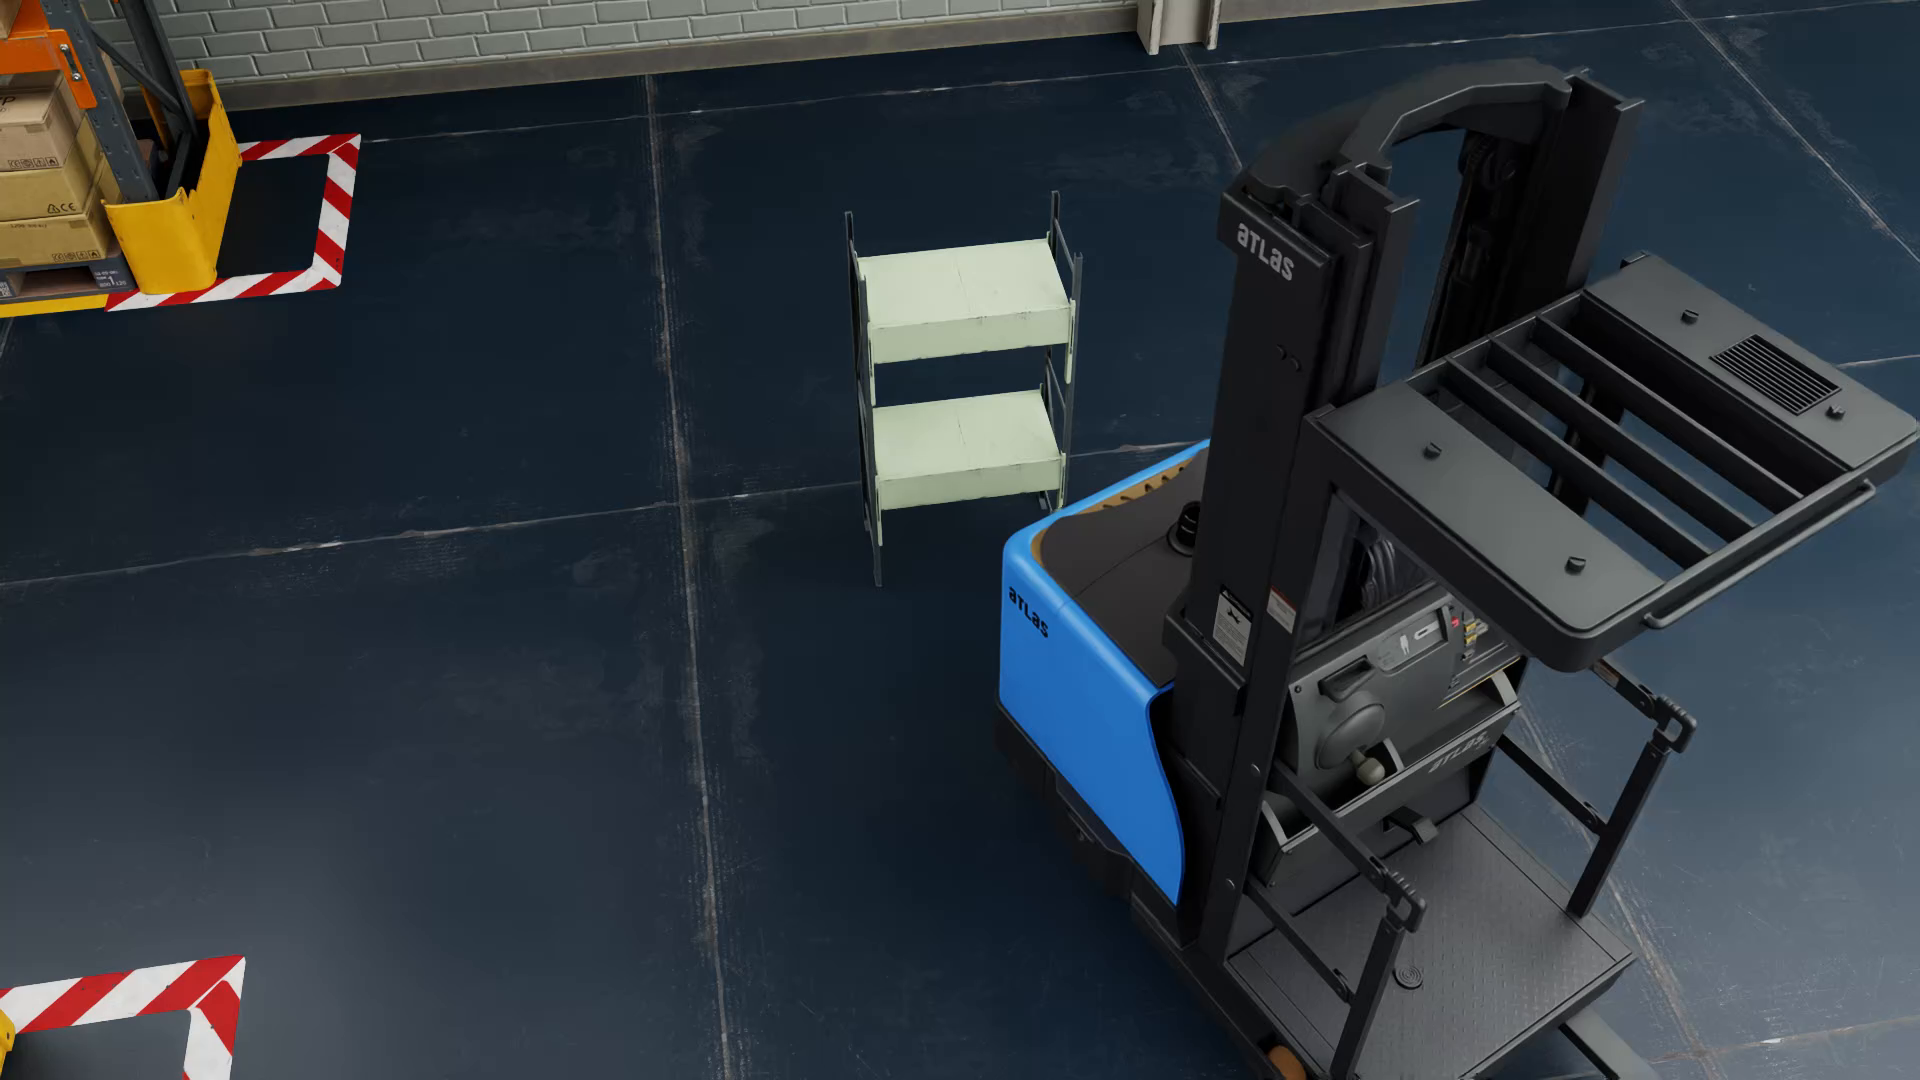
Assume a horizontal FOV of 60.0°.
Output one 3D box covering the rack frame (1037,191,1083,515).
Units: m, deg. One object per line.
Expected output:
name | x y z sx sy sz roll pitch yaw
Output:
rack frame | 0.367 -0.566 6.254 0.023 1.500 0.400 -7 46 -7

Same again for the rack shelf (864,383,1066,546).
rack shelf | 0.007 -0.295 6.445 0.720 0.370 0.431 -7 46 -7

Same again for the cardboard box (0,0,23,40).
cardboard box | -4.279 -2.411 6.921 0.500 0.500 0.500 -8 47 -8

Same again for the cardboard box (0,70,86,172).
cardboard box | -4.239 -1.884 7.406 0.500 0.250 0.500 -6 46 -5

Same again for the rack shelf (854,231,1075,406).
rack shelf | 0.007 -0.792 5.930 0.720 0.370 0.431 -7 46 -7

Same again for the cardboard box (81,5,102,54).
cardboard box | -4.345 -2.237 7.746 0.500 0.250 0.500 -8 47 -7

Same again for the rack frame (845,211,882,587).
rack frame | -0.354 -0.476 6.167 0.023 1.500 0.400 -7 46 -7

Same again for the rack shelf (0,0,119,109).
rack shelf | -5.810 -2.128 7.217 4.000 0.370 1.077 -7 46 -7

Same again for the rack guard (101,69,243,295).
rack guard | -3.815 -1.759 8.098 0.348 0.500 1.175 -7 46 -7

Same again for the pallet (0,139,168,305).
pallet | -4.585 -1.532 8.080 1.213 0.211 1.003 -7 46 -7

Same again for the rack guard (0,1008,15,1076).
rack guard | -3.064 1.775 4.693 0.348 0.500 1.175 -7 46 -7

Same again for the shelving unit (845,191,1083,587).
shelving unit | 0.007 -0.521 6.211 0.755 1.500 0.431 -7 46 -7

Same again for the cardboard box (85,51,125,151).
cardboard box | -4.338 -2.078 7.940 0.500 0.250 0.500 -6 46 -6

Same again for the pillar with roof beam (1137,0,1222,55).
pillar with roof beam | 1.968 -2.941 3.335 0.400 9.000 9.100 -7 46 -7

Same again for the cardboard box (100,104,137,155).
cardboard box | -4.356 -1.894 8.109 0.500 0.250 0.500 -7 46 -7

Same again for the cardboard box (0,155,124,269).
cardboard box | -4.248 -1.533 7.762 0.500 0.250 0.500 -7 46 -7

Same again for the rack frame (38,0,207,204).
rack frame | -3.839 -2.623 7.195 0.127 3.000 1.000 -7 46 -7

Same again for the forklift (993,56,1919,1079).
forklift | 1.353 0.415 4.315 1.130 2.935 3.031 -26 51 -23

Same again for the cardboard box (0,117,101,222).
cardboard box | -4.265 -1.707 7.582 0.500 0.250 0.500 -8 47 -7
